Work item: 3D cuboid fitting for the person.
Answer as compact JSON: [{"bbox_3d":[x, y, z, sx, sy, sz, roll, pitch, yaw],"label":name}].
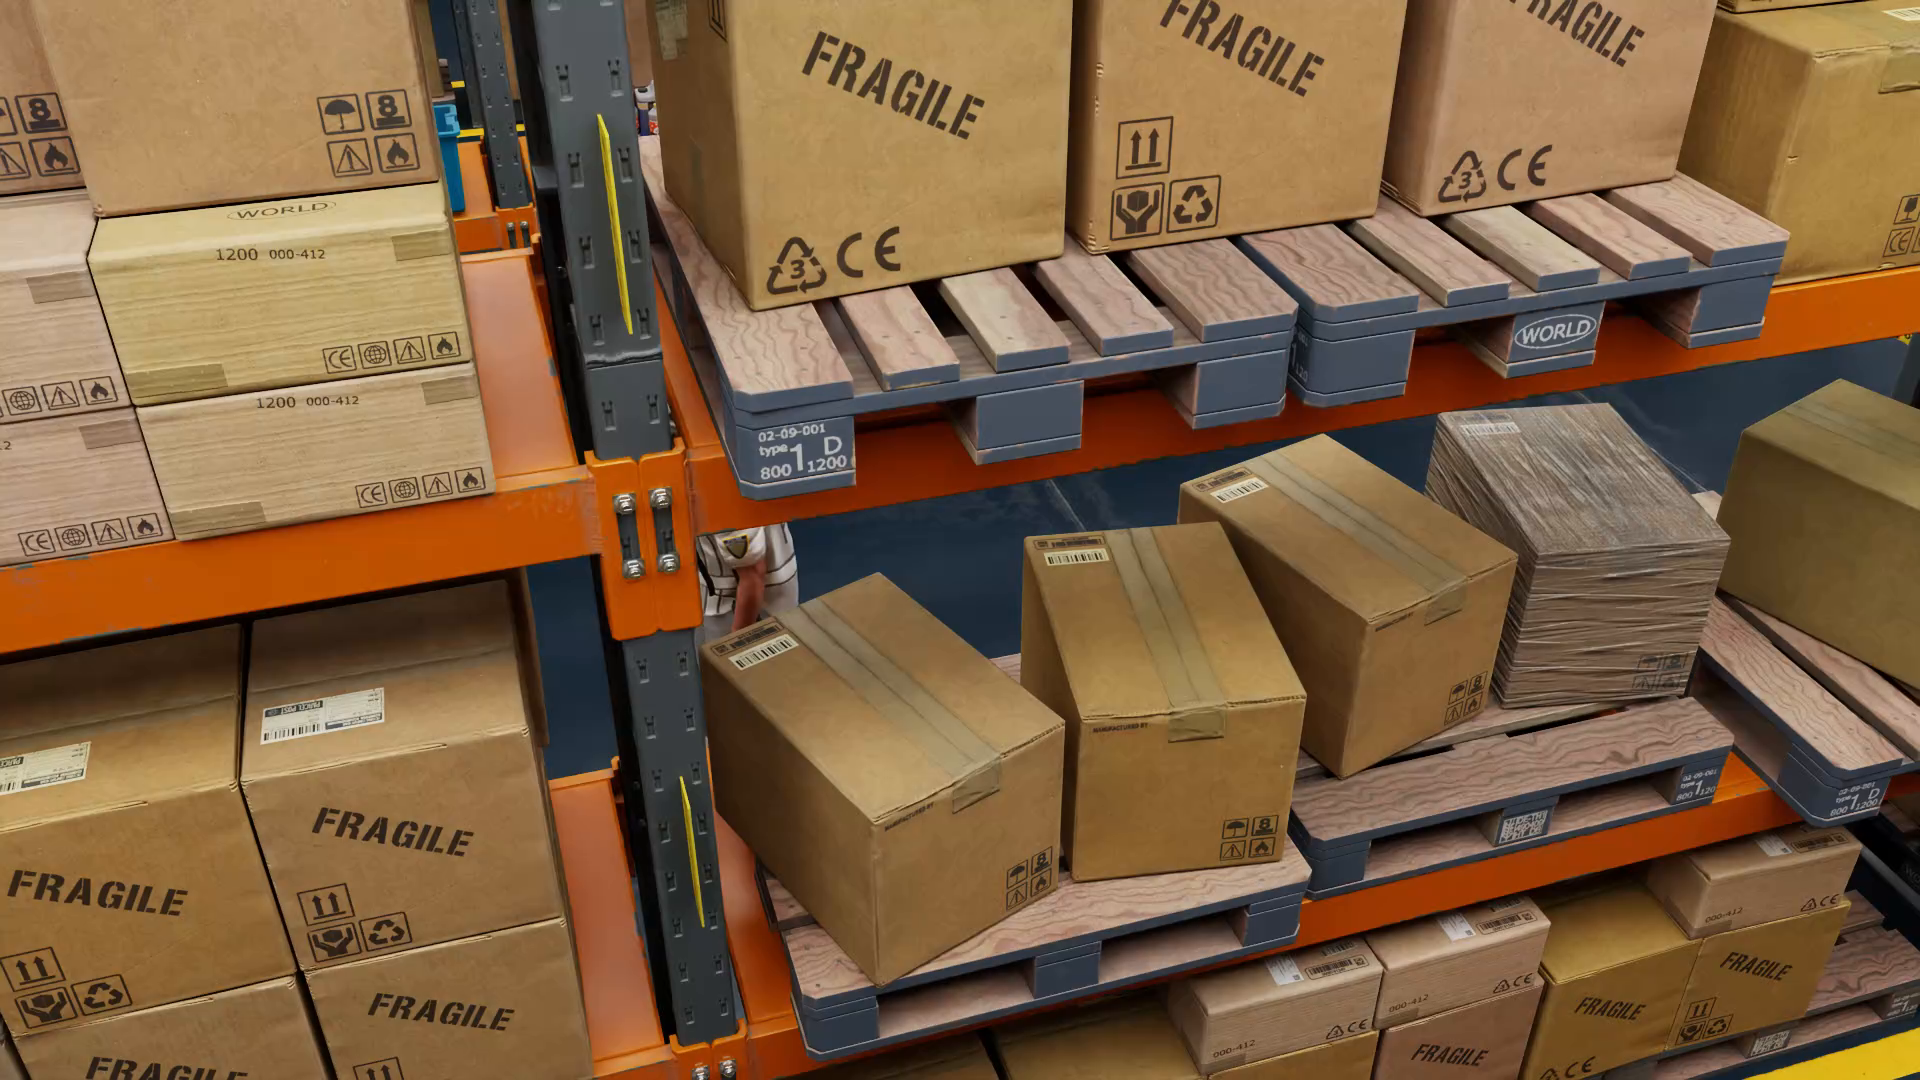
[{"bbox_3d":[-0.792,0.207,5.823,0.432,1.748,0.585,-10,35,-15],"label":"person"}]
